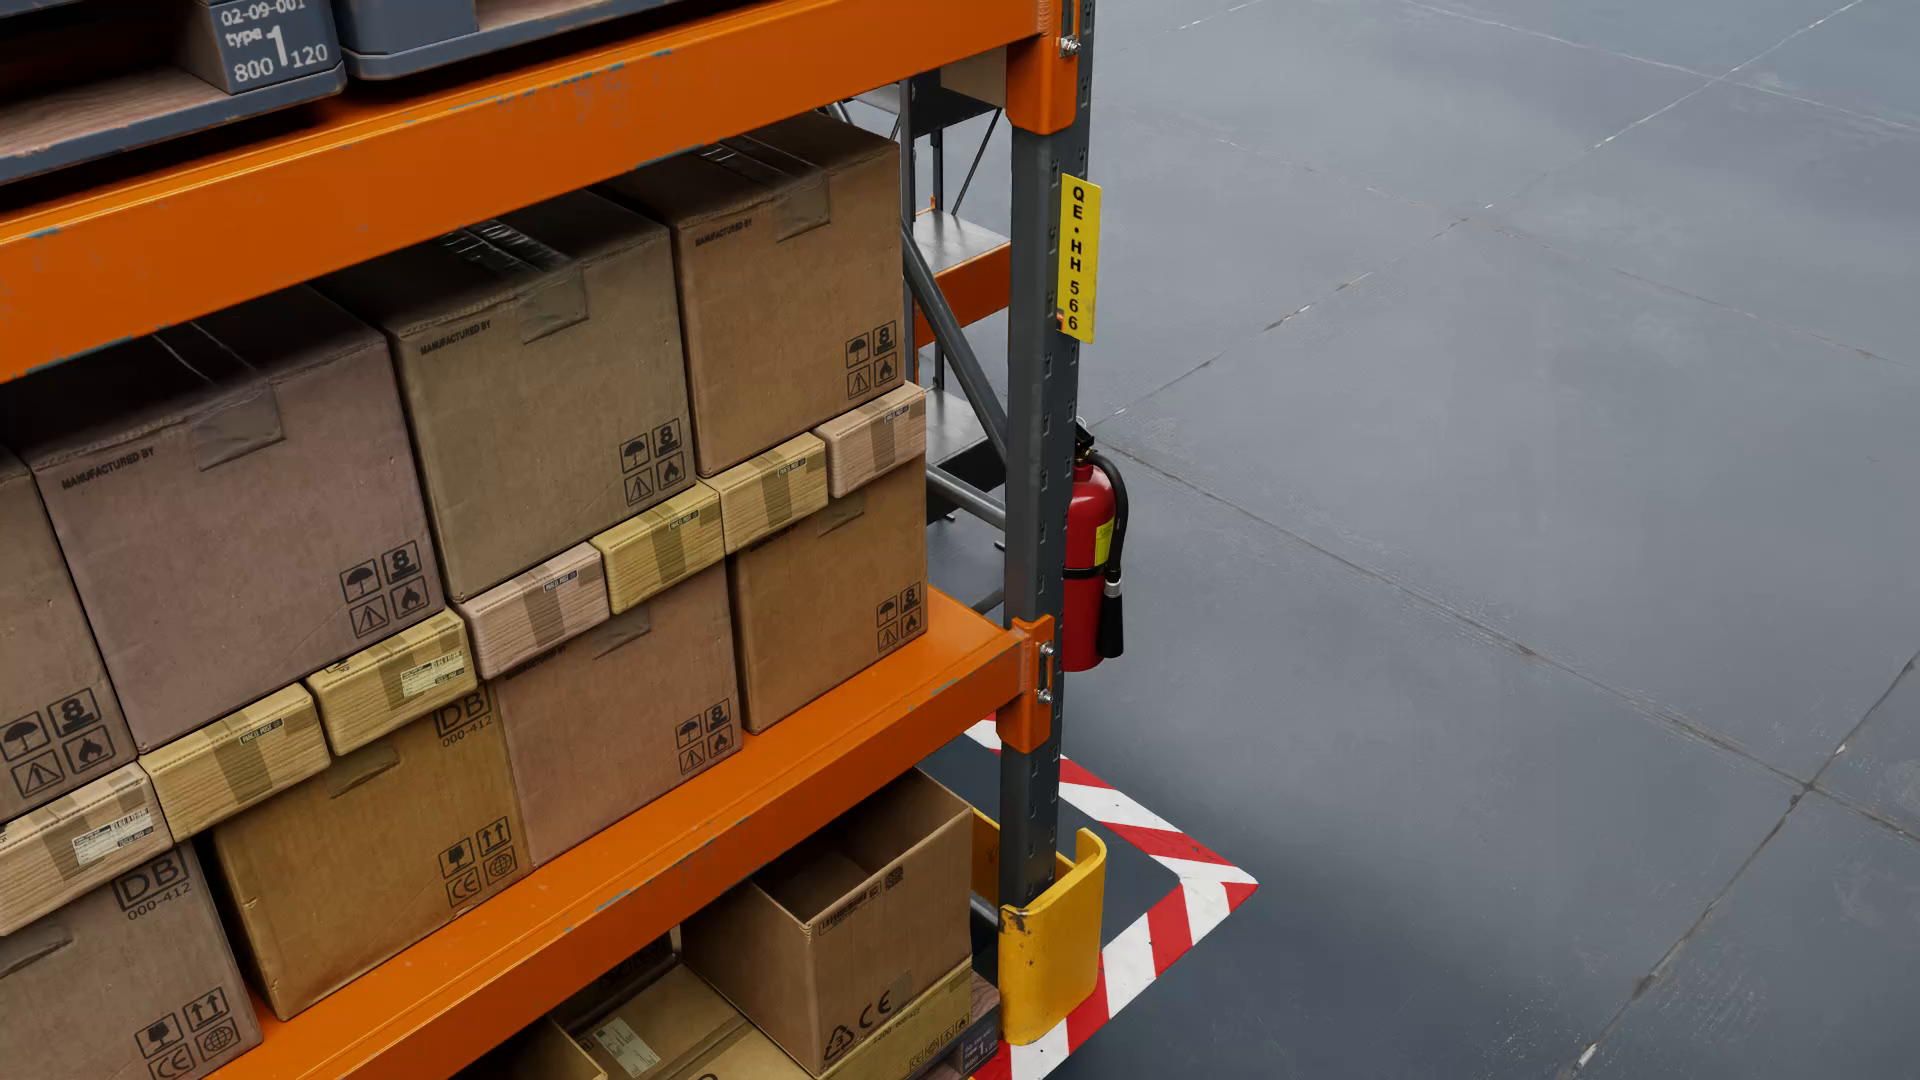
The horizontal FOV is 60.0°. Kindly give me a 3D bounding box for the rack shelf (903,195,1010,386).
[{"bbox_3d":[-0.117,-0.783,5.561,0.431,0.518,0.480,30,45,35],"label":"rack shelf"}]

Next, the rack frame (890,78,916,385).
[{"bbox_3d":[-0.289,-0.695,5.411,0.400,2.100,0.015,30,45,35],"label":"rack frame"}]

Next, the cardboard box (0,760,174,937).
[{"bbox_3d":[-1.378,0.369,2.444,0.380,0.149,0.250,29,44,35],"label":"cardboard box"}]

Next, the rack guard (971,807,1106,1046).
[{"bbox_3d":[-0.136,0.829,4.624,1.175,0.500,0.348,30,45,35],"label":"rack guard"}]

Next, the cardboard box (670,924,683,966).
[{"bbox_3d":[-0.688,0.898,4.377,0.500,0.250,0.500,30,45,35],"label":"cardboard box"}]

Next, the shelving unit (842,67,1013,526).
[{"bbox_3d":[-0.118,-0.793,5.552,0.431,2.100,0.499,30,45,35],"label":"shelving unit"}]

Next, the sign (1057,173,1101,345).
[{"bbox_3d":[0.223,-0.534,3.174,0.100,0.325,0.005,30,45,35],"label":"sign"}]

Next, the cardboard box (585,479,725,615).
[{"bbox_3d":[-0.650,-0.051,3.046,0.380,0.149,0.250,29,44,35],"label":"cardboard box"}]

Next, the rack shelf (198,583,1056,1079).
[{"bbox_3d":[-1.562,0.921,2.936,1.077,0.370,4.000,30,45,35],"label":"rack shelf"}]

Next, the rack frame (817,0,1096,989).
[{"bbox_3d":[-0.152,-0.186,3.895,1.000,3.000,0.127,30,45,35],"label":"rack frame"}]

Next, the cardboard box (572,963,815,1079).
[{"bbox_3d":[-0.664,1.314,3.780,0.500,0.250,0.500,30,45,35],"label":"cardboard box"}]

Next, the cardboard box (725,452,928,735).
[{"bbox_3d":[-0.490,-0.043,3.602,0.700,0.500,0.500,30,45,35],"label":"cardboard box"}]

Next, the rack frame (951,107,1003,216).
[{"bbox_3d":[0.054,-0.894,5.696,0.380,1.831,0.006,30,45,35],"label":"rack frame"}]

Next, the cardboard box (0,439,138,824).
[{"bbox_3d":[-1.602,0.071,2.305,0.700,0.500,0.500,30,45,35],"label":"cardboard box"}]

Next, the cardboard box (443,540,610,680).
[{"bbox_3d":[-0.829,0.051,2.901,0.250,0.149,0.380,-29,44,-35],"label":"cardboard box"}]

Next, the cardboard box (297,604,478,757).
[{"bbox_3d":[-1.013,0.157,2.748,0.250,0.149,0.380,-28,44,-34],"label":"cardboard box"}]

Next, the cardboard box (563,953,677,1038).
[{"bbox_3d":[-1.038,1.102,4.084,0.500,0.250,0.500,30,45,35],"label":"cardboard box"}]

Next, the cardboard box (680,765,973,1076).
[{"bbox_3d":[-0.319,0.800,3.862,0.500,0.500,0.500,30,45,35],"label":"cardboard box"}]

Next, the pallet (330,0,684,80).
[{"bbox_3d":[-0.669,-1.104,2.665,1.003,0.211,1.213,30,45,35],"label":"pallet"}]

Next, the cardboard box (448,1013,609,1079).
[{"bbox_3d":[-1.013,1.211,3.272,0.500,0.500,0.500,30,45,35],"label":"cardboard box"}]

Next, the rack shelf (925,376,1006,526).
[{"bbox_3d":[-0.117,-0.209,5.961,0.431,0.518,0.480,30,45,35],"label":"rack shelf"}]

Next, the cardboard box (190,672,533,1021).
[{"bbox_3d":[-1.211,0.372,3.008,0.500,0.500,0.700,-30,45,-35],"label":"cardboard box"}]

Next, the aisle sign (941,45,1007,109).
[{"bbox_3d":[0.102,-1.161,3.019,0.394,0.787,0.004,30,45,35],"label":"aisle sign"}]

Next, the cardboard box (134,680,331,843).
[{"bbox_3d":[-1.198,0.265,2.593,0.250,0.149,0.380,-29,44,-34],"label":"cardboard box"}]

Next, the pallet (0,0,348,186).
[{"bbox_3d":[-1.529,-0.606,1.952,1.003,0.211,1.213,30,45,35],"label":"pallet"}]

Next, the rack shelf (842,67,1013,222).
[{"bbox_3d":[-0.117,-1.357,5.160,0.431,0.518,0.480,30,45,35],"label":"rack shelf"}]

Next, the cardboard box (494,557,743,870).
[{"bbox_3d":[-2.347,1.459,2.183,4.930,1.340,1.023,-29,44,-35],"label":"cardboard box"}]

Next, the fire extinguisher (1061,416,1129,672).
[{"bbox_3d":[0.260,-0.015,3.717,0.296,0.674,0.183,30,45,35],"label":"fire extinguisher"}]

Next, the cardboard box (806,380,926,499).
[{"bbox_3d":[-0.286,-0.261,3.348,0.380,0.149,0.250,29,44,35],"label":"cardboard box"}]

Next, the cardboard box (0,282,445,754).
[{"bbox_3d":[-1.249,-0.133,2.597,0.500,0.500,0.700,-30,45,-35],"label":"cardboard box"}]

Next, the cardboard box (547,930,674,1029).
[{"bbox_3d":[-1.039,0.794,3.871,0.500,0.500,0.500,30,45,35],"label":"cardboard box"}]
